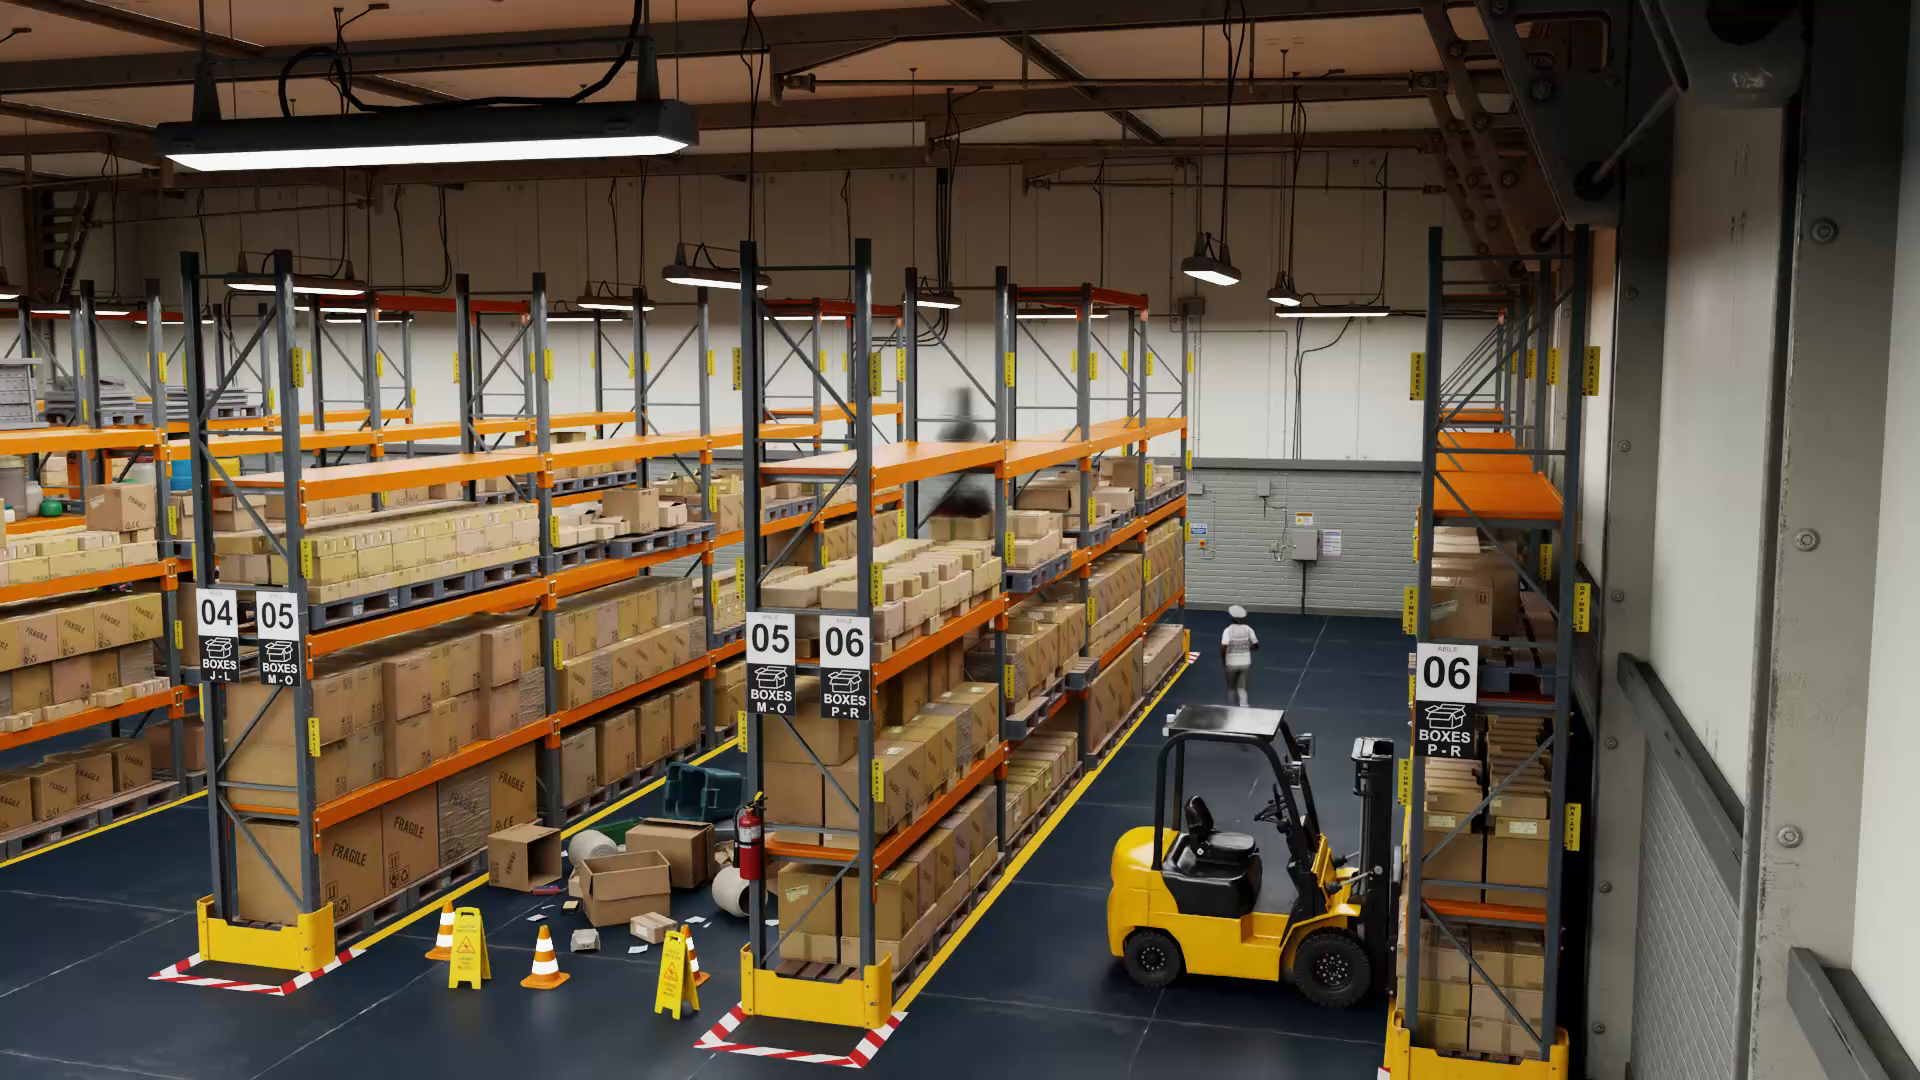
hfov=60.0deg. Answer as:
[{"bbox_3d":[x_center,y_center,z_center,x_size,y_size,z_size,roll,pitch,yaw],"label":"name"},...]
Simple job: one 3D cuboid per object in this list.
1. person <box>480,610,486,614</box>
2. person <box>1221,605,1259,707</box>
[{"bbox_3d":[-6.700,1.680,23.429,0.685,1.745,0.900,1,6,10],"label":"person"},{"bbox_3d":[3.872,1.758,23.130,0.575,1.699,0.730,-1,6,-6],"label":"person"}]
